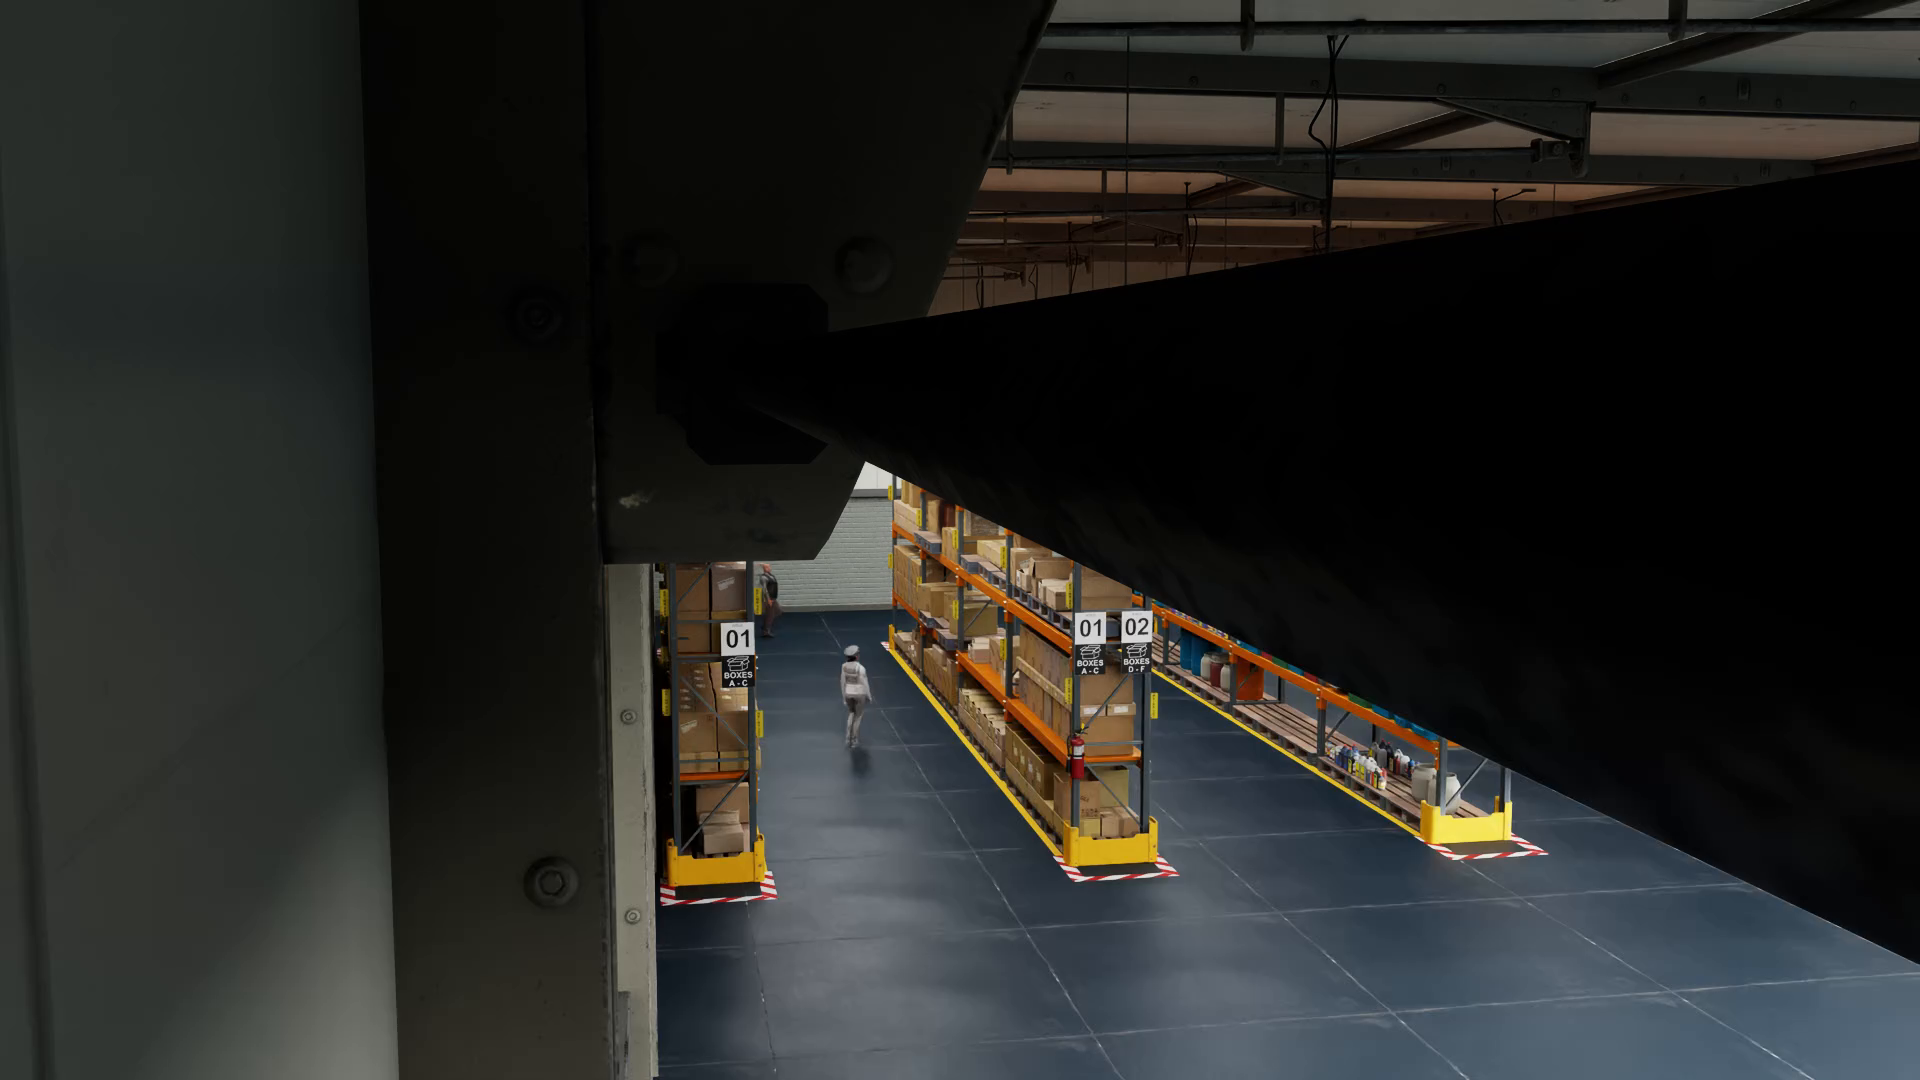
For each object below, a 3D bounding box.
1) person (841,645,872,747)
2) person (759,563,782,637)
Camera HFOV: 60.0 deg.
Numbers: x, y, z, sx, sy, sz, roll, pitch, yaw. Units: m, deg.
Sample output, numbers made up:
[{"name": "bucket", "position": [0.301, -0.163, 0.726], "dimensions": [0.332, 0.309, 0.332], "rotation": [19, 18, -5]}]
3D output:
[{"name": "person", "position": [-1.704, 2.549, 27.168], "dimensions": [0.504, 1.706, 0.474], "rotation": [3, 7, 26]}, {"name": "person", "position": [-4.318, 1.367, 37.918], "dimensions": [0.493, 1.714, 0.560], "rotation": [0, 6, -1]}]
